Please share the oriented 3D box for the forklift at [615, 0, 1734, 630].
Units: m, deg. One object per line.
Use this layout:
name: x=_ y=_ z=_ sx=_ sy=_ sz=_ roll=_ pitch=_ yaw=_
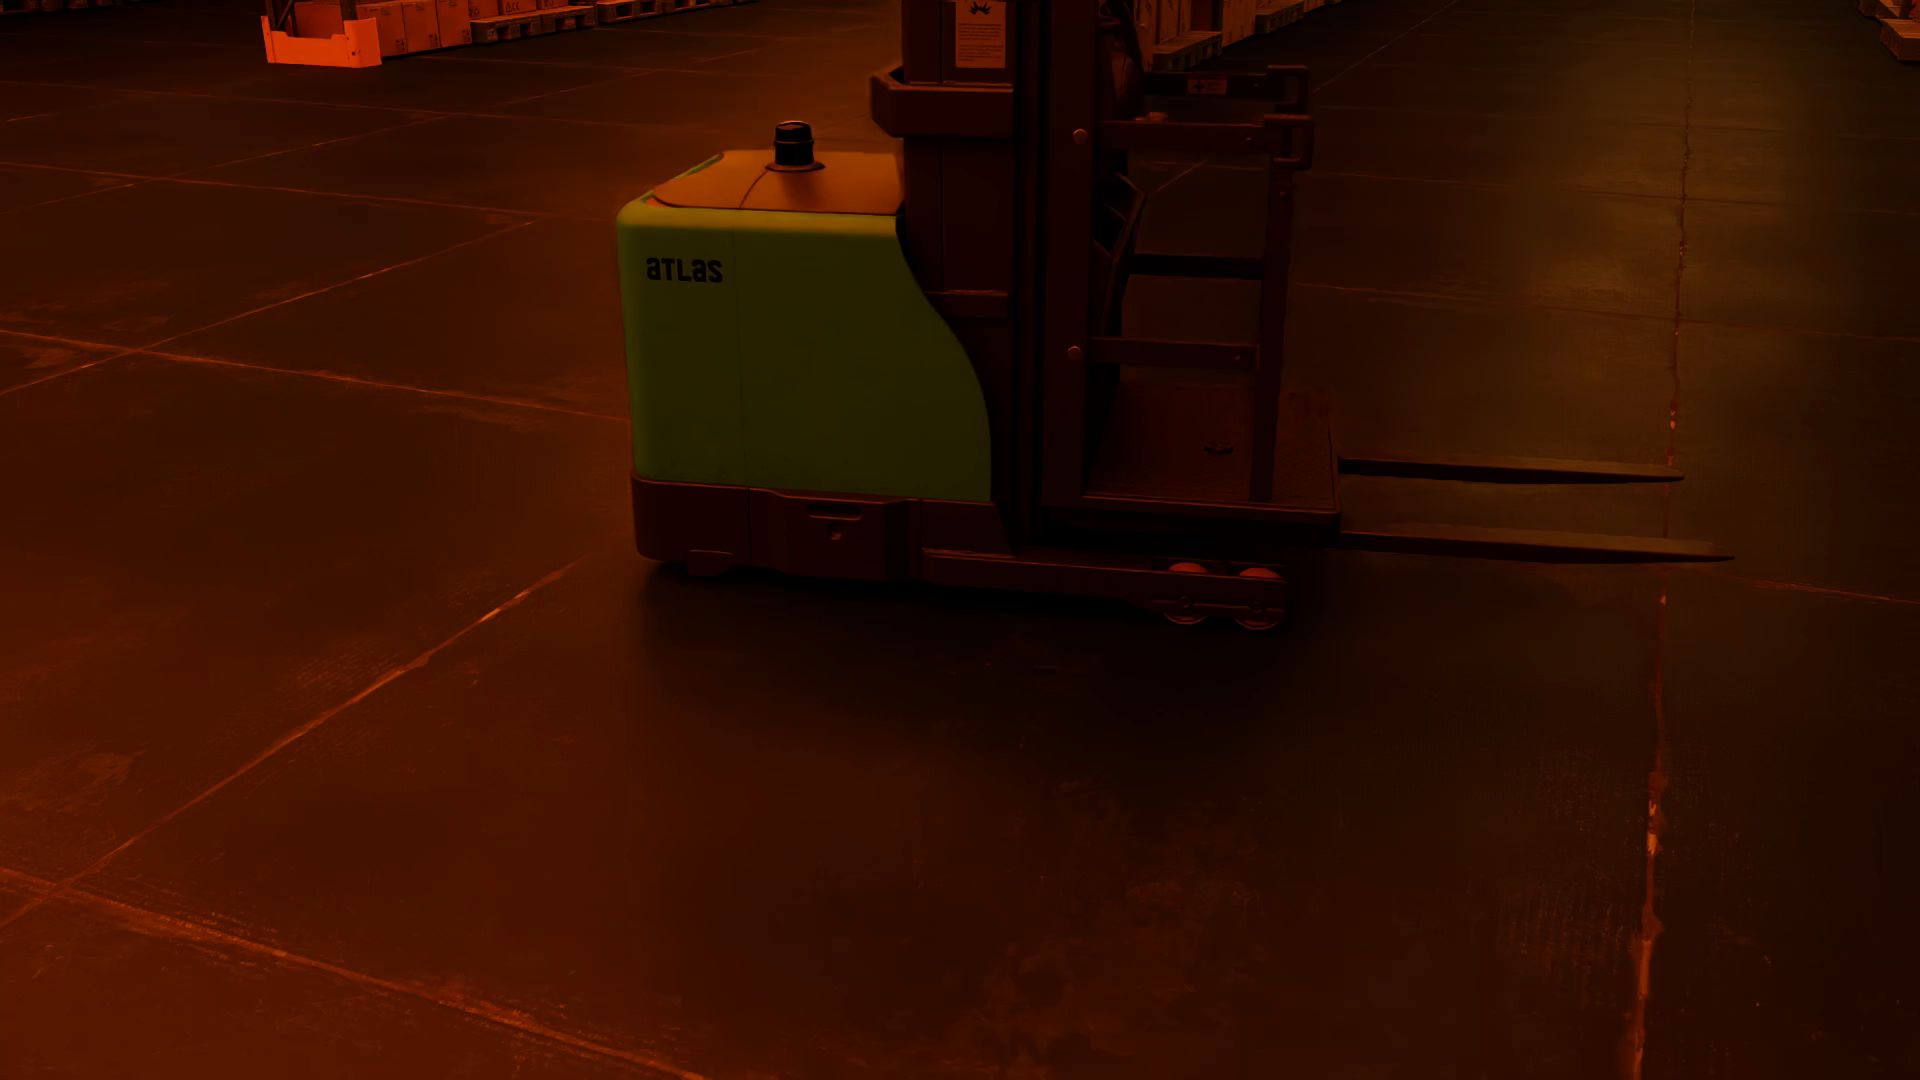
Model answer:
forklift: x=0.621 y=-1.330 z=4.474 sx=3.031 sy=2.935 sz=1.130 roll=4 pitch=23 yaw=9
